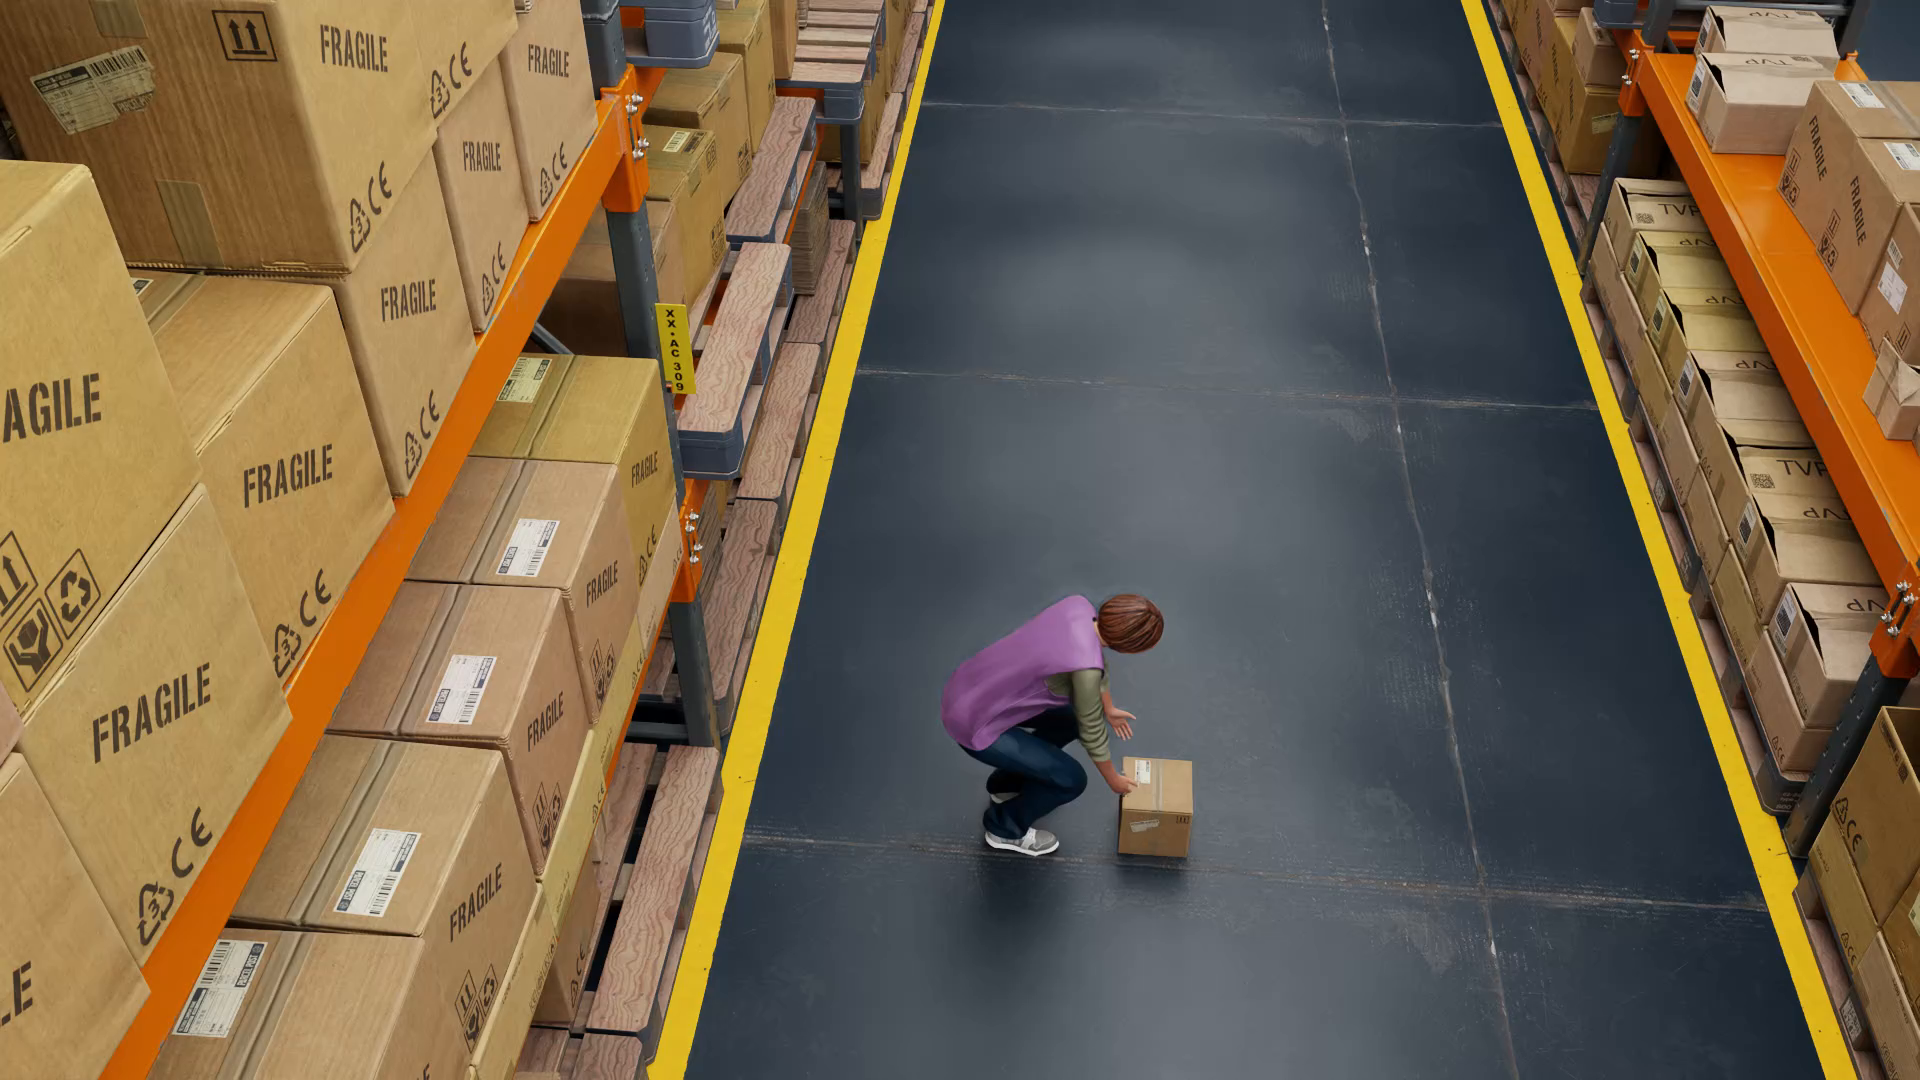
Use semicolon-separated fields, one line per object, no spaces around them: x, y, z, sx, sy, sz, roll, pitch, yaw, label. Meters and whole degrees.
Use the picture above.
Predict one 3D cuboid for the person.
0.307;0.647;5.866;0.745;1.008;0.462;3;41;4;person
